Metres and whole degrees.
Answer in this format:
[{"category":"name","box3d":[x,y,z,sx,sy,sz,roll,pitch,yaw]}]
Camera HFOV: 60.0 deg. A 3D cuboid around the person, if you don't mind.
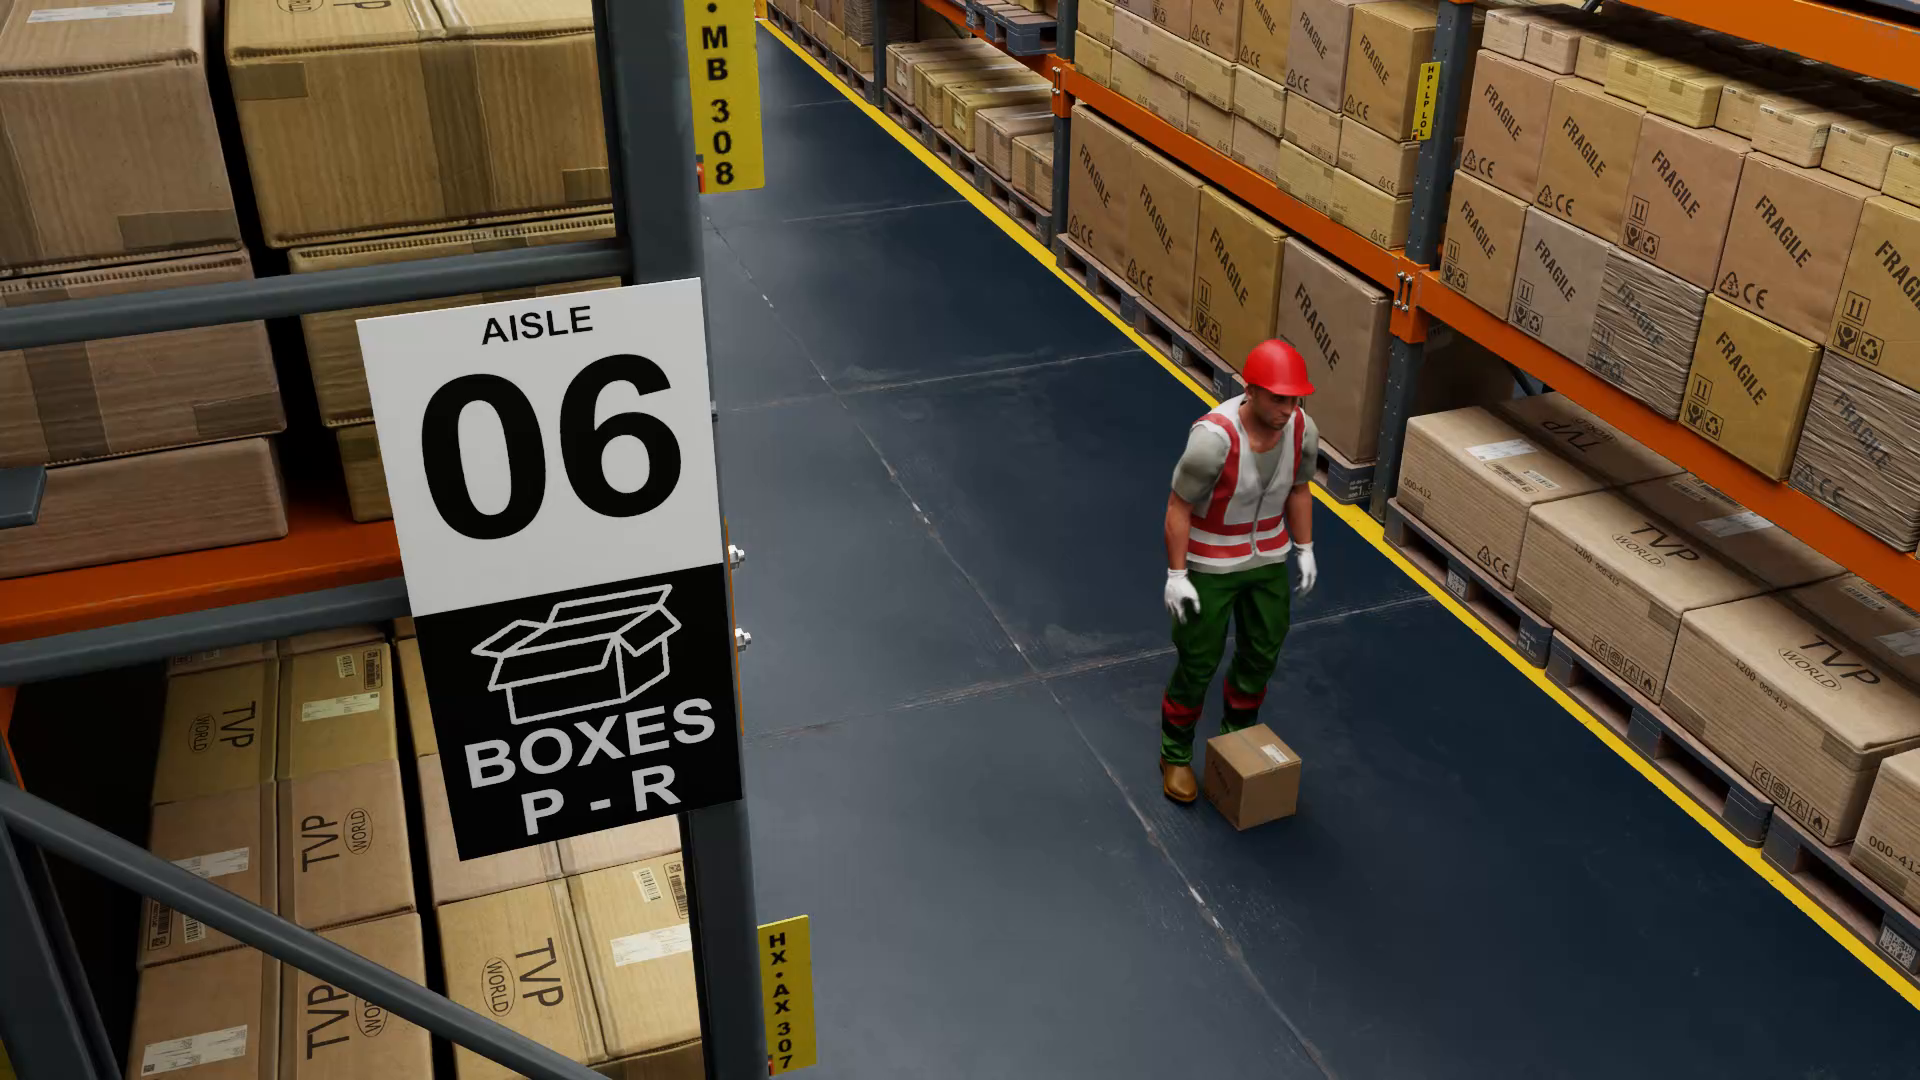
[{"category":"person","box3d":[0.987,0.103,5.933,0.606,1.778,0.453,-10,31,-17]}]
